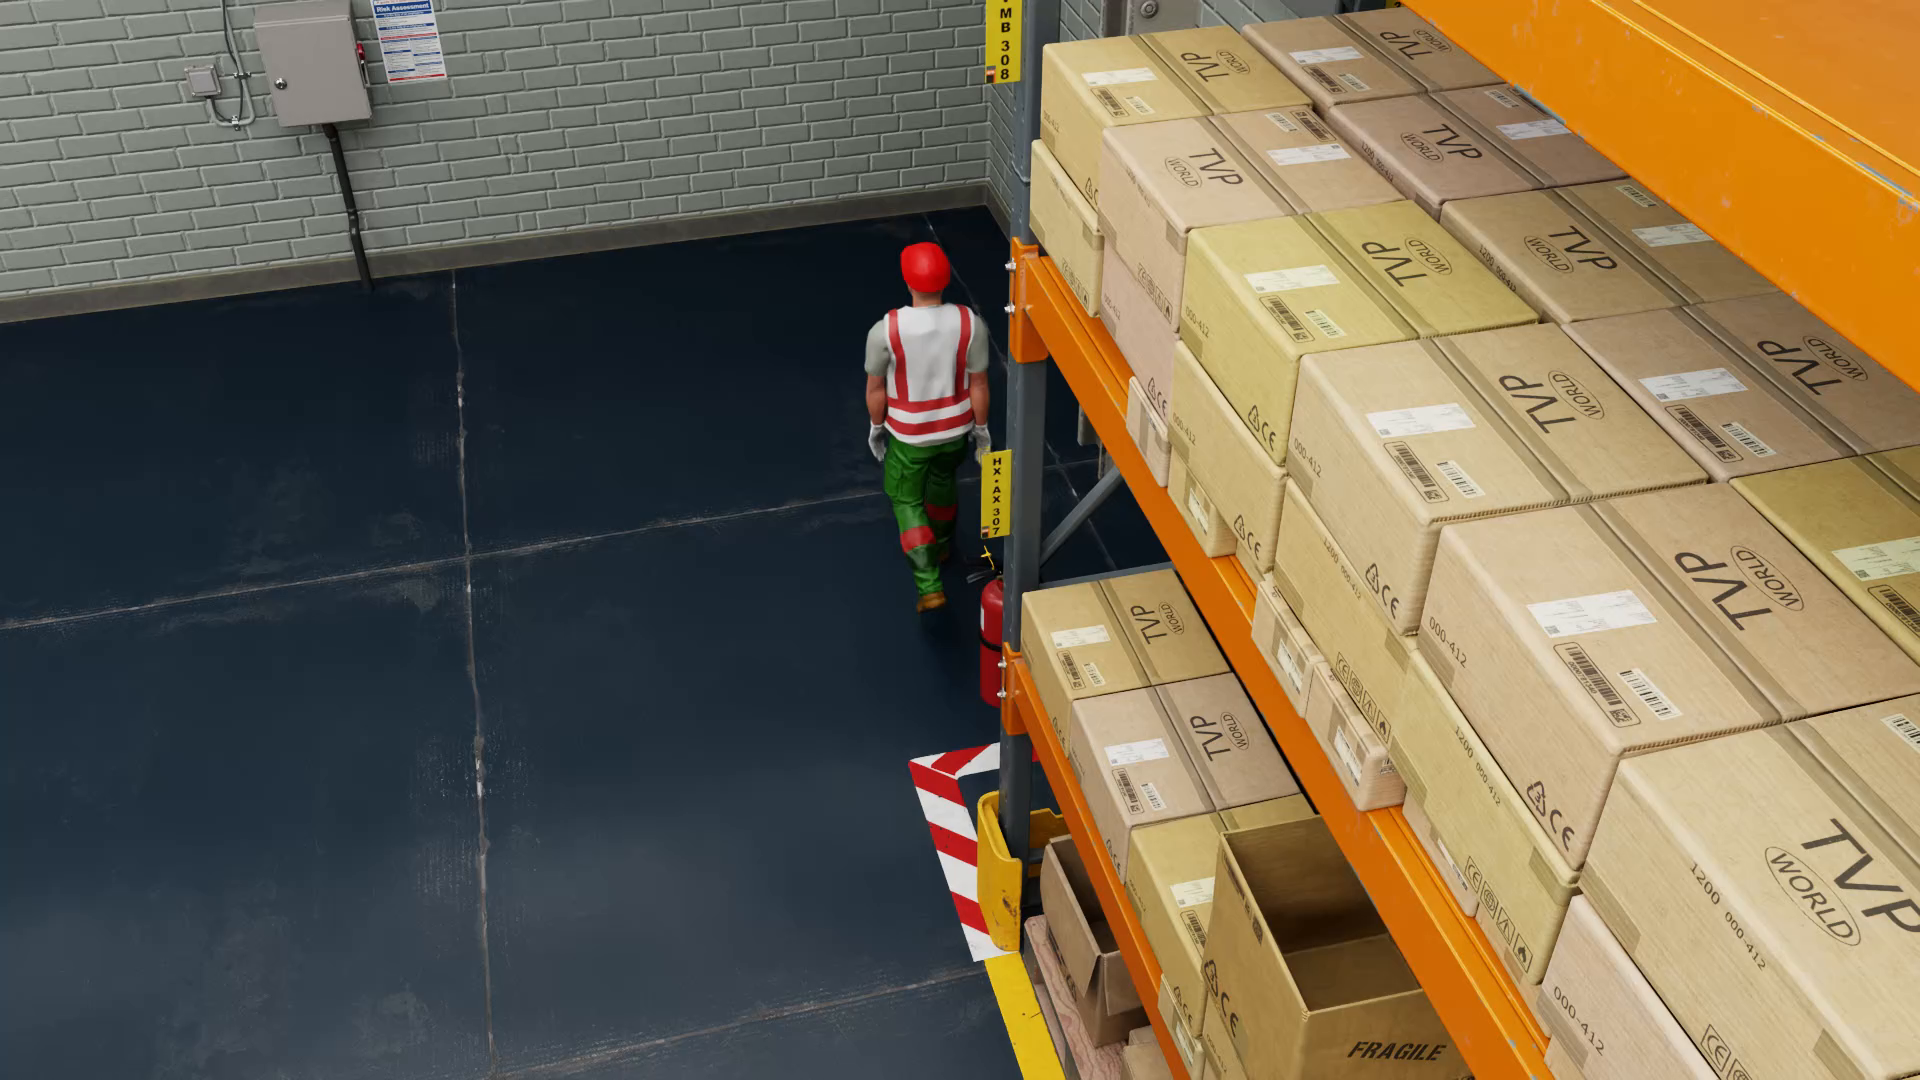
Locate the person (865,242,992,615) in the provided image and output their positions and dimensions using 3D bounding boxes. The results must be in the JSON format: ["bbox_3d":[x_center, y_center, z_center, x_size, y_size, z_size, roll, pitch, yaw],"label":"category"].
[{"bbox_3d":[-0.130,-0.479,7.300,0.542,1.763,0.911,-9,39,-11],"label":"person"}]
